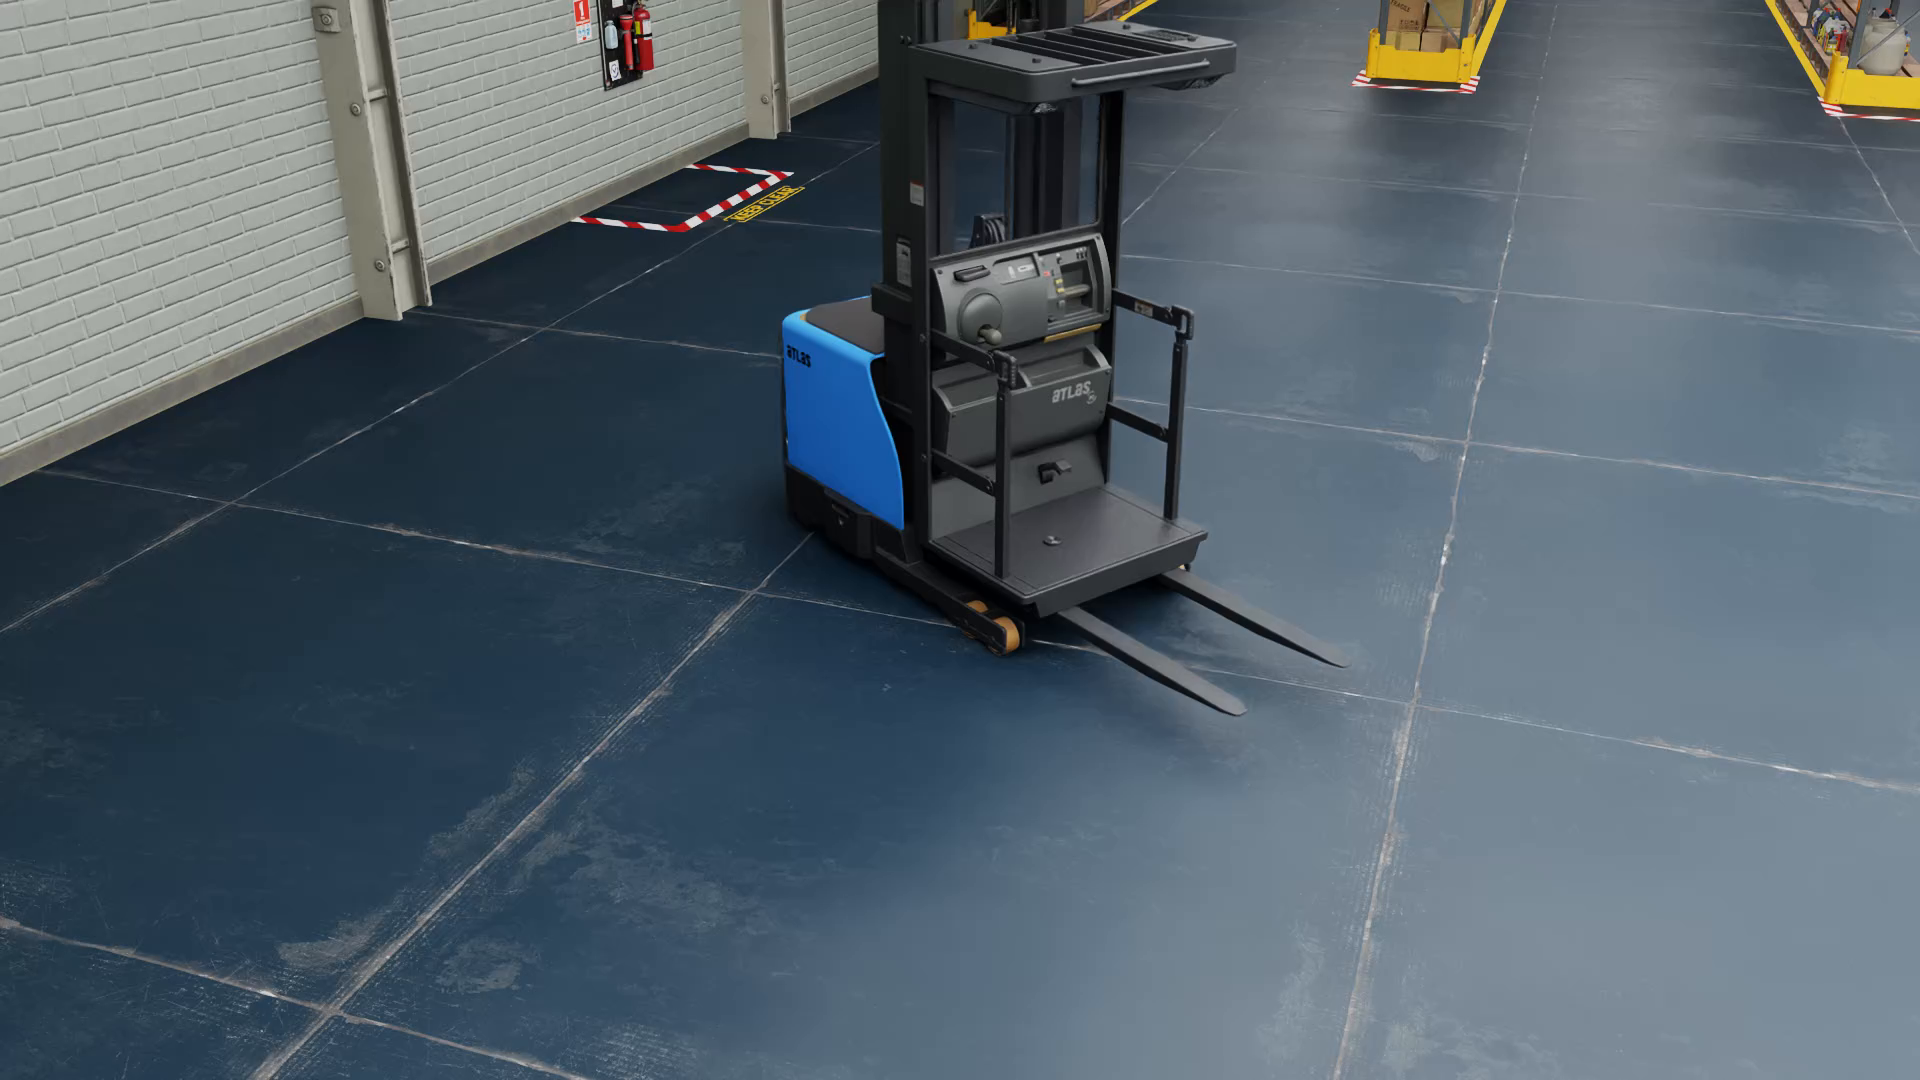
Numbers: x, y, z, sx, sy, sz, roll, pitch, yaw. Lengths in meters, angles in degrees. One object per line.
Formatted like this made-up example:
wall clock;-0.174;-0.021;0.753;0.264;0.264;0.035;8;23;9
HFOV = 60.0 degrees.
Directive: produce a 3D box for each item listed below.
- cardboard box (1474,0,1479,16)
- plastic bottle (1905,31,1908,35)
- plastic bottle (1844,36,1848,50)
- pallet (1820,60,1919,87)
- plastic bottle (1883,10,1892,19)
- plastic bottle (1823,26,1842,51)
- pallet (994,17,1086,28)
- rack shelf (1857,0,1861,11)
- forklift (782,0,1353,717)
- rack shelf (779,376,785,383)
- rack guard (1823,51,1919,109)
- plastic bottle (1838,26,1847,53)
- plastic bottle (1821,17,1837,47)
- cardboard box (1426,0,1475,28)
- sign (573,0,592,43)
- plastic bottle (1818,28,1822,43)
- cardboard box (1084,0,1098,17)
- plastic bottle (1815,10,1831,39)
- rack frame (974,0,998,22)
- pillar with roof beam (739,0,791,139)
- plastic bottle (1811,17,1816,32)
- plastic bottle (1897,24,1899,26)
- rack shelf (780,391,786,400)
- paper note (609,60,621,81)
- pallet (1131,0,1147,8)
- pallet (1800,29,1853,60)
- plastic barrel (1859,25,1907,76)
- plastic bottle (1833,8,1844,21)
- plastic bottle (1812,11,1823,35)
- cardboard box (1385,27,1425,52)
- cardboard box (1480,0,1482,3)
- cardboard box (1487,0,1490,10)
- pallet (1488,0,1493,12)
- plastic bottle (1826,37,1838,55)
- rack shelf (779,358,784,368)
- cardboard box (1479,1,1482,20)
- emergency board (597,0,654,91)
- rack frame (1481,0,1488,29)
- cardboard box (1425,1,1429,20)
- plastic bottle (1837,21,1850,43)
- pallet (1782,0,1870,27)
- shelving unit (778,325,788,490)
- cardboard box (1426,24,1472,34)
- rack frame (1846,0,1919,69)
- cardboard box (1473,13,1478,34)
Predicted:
cardboard box;6.229;-6.841;20.751;0.500;0.500;0.500;9;27;17
plastic bottle;10.999;-5.794;19.387;0.061;0.283;0.133;9;27;18
plastic bottle;10.487;-5.931;19.765;0.097;0.201;0.097;0;26;0
pallet;10.265;-5.144;18.633;1.003;0.211;1.213;9;27;17
plastic bottle;11.334;-6.293;20.339;0.144;0.351;0.185;7;27;15
plastic bottle;10.317;-5.918;19.652;0.152;0.276;0.135;9;27;18
pallet;0.996;-6.570;21.577;1.003;0.211;1.213;9;27;17
rack shelf;10.675;-6.526;19.113;1.077;0.370;4.000;9;27;17
forklift;0.411;-1.061;7.078;1.130;2.935;3.031;-18;31;-33
rack shelf;-0.766;-0.817;8.563;0.258;0.077;0.200;16;29;29
rack guard;9.990;-4.941;17.882;1.175;0.500;0.348;9;27;17
plastic bottle;10.417;-5.907;19.619;0.061;0.283;0.133;9;27;17
plastic bottle;10.414;-6.078;19.895;0.144;0.351;0.185;10;28;20
cardboard box;5.892;-6.431;19.903;0.500;0.500;0.500;9;27;17
sign;-3.052;-4.206;13.454;0.001;0.329;0.234;9;27;17
plastic bottle;10.501;-6.149;20.213;0.097;0.201;0.097;0;26;0
cardboard box;1.463;-7.338;22.327;0.700;0.500;0.500;7;27;14
plastic bottle;10.618;-6.329;20.414;0.144;0.351;0.185;8;27;15
rack frame;0.667;-7.465;20.226;1.000;3.000;0.127;9;27;17
pillar with roof beam;2.147;-7.488;13.390;9.100;9.000;0.400;9;27;17
plastic bottle;10.787;-6.502;20.942;0.097;0.201;0.097;0;26;0
plastic bottle;11.169;-6.060;19.945;0.152;0.276;0.135;9;27;18
rack shelf;-0.768;-0.735;8.601;0.258;0.077;0.200;16;29;29
paper note;-2.895;-3.943;13.963;0.016;0.148;0.142;9;27;17
pallet;2.256;-8.174;24.890;1.003;0.211;1.213;9;27;17
pallet;11.077;-6.147;20.704;1.003;0.211;1.213;9;27;17
plastic barrel;10.156;-5.379;18.291;0.421;0.512;0.421;0;26;0
plastic bottle;10.816;-6.385;20.531;0.144;0.351;0.185;9;27;17
plastic bottle;10.739;-6.440;20.730;0.152;0.276;0.135;10;27;19
cardboard box;5.239;-5.963;19.797;0.500;0.250;0.500;9;27;17
cardboard box;6.545;-7.255;21.605;0.500;0.500;0.500;9;27;17
cardboard box;7.038;-7.473;22.916;0.500;0.250;0.500;8;27;16
pallet;7.283;-7.948;24.424;1.003;0.211;1.213;9;27;17
plastic bottle;10.207;-5.785;19.463;0.097;0.201;0.097;0;26;0
rack shelf;-0.765;-0.899;8.525;0.258;0.077;0.200;16;29;29
cardboard box;6.547;-6.917;21.768;0.500;0.250;0.500;9;27;17
emergency board;-2.771;-4.402;13.901;0.194;1.169;0.643;9;27;17
rack frame;6.670;-8.392;22.140;1.000;3.000;0.127;9;27;17
cardboard box;5.556;-6.714;20.487;0.500;0.500;0.500;9;27;17
plastic bottle;10.624;-6.109;20.047;0.152;0.276;0.135;9;27;17
pallet;11.969;-7.248;22.979;1.003;0.211;1.213;9;27;17
shelving unit;-0.768;-0.684;8.624;0.258;0.900;0.210;16;29;29
cardboard box;5.891;-6.094;20.067;0.500;0.250;0.500;9;27;17
rack frame;10.009;-6.028;17.259;1.000;3.000;0.127;9;27;17
cardboard box;6.228;-6.504;20.914;0.500;0.250;0.500;9;27;17
